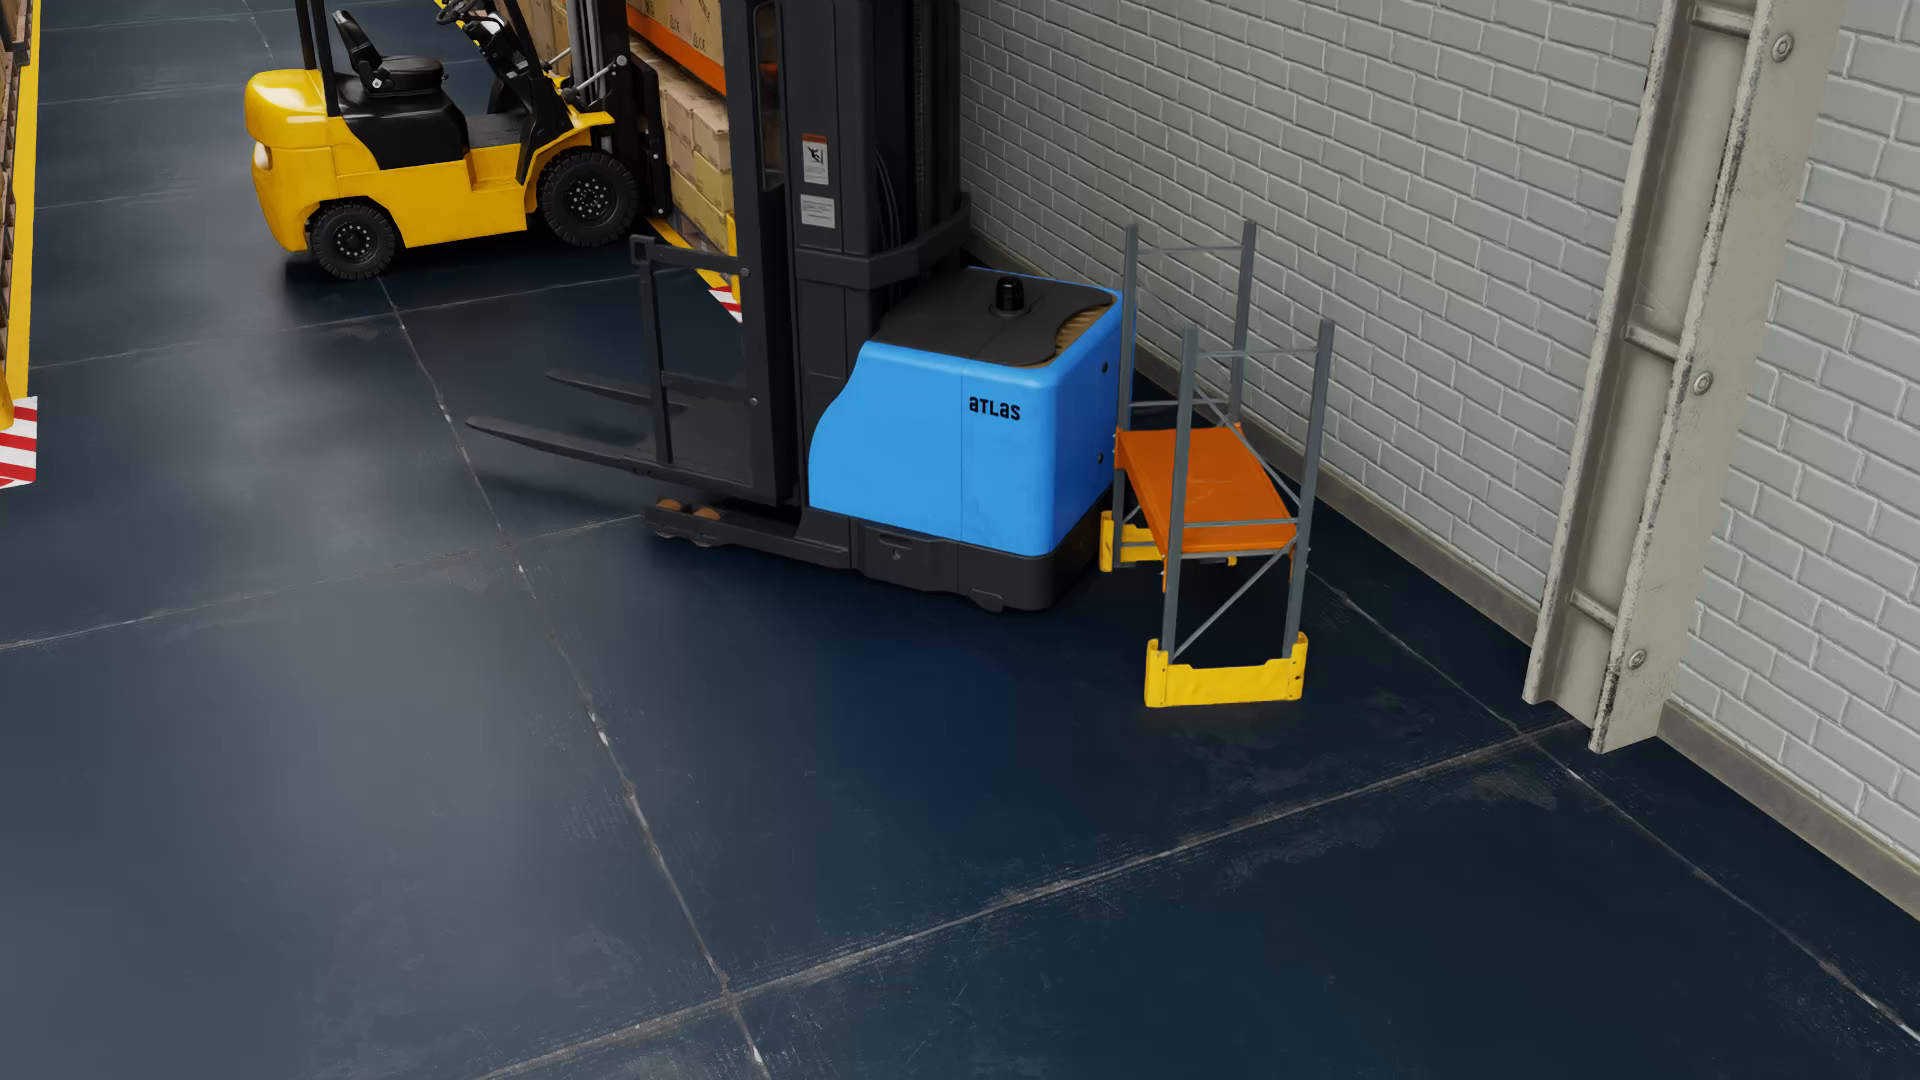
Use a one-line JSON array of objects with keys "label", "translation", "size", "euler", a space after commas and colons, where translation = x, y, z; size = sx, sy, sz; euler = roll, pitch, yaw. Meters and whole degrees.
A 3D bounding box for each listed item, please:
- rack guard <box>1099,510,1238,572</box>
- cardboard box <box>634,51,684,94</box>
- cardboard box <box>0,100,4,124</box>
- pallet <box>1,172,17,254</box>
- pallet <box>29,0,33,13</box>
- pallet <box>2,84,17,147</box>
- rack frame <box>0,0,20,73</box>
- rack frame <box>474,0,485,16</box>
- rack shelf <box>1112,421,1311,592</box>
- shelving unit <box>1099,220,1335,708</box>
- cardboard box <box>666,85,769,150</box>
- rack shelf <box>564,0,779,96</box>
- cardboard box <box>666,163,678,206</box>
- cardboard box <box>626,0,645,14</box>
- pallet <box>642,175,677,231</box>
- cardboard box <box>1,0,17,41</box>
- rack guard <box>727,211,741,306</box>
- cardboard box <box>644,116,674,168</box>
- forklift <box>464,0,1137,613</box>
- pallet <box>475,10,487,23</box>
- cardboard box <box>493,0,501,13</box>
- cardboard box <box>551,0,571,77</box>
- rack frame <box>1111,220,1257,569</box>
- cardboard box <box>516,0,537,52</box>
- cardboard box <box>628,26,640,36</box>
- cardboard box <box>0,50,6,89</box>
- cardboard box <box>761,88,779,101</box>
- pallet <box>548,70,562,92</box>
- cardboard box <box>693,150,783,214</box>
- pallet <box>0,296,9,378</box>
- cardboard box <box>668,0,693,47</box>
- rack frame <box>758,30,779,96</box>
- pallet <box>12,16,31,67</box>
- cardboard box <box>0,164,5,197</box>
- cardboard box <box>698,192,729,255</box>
[{"label": "rack guard", "translation": [0.883, -0.006, 7.005], "size": [0.587, 0.250, 0.087], "euler": [-3, 29, -5]}, {"label": "cardboard box", "translation": [-1.915, -3.050, 10.981], "size": [0.500, 0.250, 0.500], "euler": [-14, 32, -23]}, {"label": "cardboard box", "translation": [-7.512, -3.129, 12.021], "size": [0.950, 0.372, 0.625], "euler": [-11, 31, -19]}, {"label": "pallet", "translation": [-6.653, -2.039, 10.670], "size": [1.003, 0.211, 1.213], "euler": [-13, 32, -22]}, {"label": "pallet", "translation": [-10.008, -5.537, 16.908], "size": [1.003, 0.211, 1.213], "euler": [-13, 32, -22]}, {"label": "pallet", "translation": [-7.837, -3.211, 12.761], "size": [1.003, 0.211, 1.213], "euler": [-13, 32, -22]}, {"label": "rack frame", "translation": [-8.691, -5.311, 13.655], "size": [1.000, 3.000, 0.127], "euler": [-13, 32, -22]}, {"label": "rack frame", "translation": [-4.209, -6.355, 15.516], "size": [1.000, 3.000, 0.127], "euler": [-13, 32, -22]}, {"label": "rack shelf", "translation": [0.932, -0.147, 6.347], "size": [0.538, 0.185, 1.000], "euler": [-3, 29, -5]}, {"label": "shelving unit", "translation": [0.931, -0.309, 6.267], "size": [0.587, 1.500, 1.083], "euler": [-3, 29, -5]}, {"label": "cardboard box", "translation": [-1.479, -2.603, 10.186], "size": [0.500, 0.250, 0.500], "euler": [-12, 32, -21]}, {"label": "rack shelf", "translation": [-1.633, -3.391, 10.966], "size": [1.077, 0.370, 4.000], "euler": [-13, 32, -22]}, {"label": "cardboard box", "translation": [-1.673, -2.391, 10.829], "size": [0.500, 0.250, 0.500], "euler": [-13, 32, -21]}, {"label": "cardboard box", "translation": [-1.884, -3.704, 10.687], "size": [0.500, 0.500, 0.500], "euler": [-13, 32, -22]}, {"label": "pallet", "translation": [-1.661, -2.472, 11.443], "size": [1.003, 0.211, 1.213], "euler": [-13, 32, -22]}, {"label": "cardboard box", "translation": [-8.912, -4.890, 14.647], "size": [0.875, 0.875, 0.875], "euler": [-13, 32, -22]}, {"label": "rack guard", "translation": [-0.764, -1.720, 9.807], "size": [1.175, 0.500, 0.348], "euler": [-13, 32, -22]}, {"label": "cardboard box", "translation": [-1.712, -2.620, 10.726], "size": [0.500, 0.250, 0.500], "euler": [-14, 32, -23]}, {"label": "forklift", "translation": [-0.811, -1.466, 6.867], "size": [3.031, 2.935, 1.130], "euler": [13, 32, 22]}, {"label": "pallet", "translation": [-3.891, -4.767, 15.535], "size": [1.003, 0.211, 1.213], "euler": [-13, 32, -22]}, {"label": "cardboard box", "translation": [-3.954, -5.224, 15.498], "size": [0.875, 0.625, 0.625], "euler": [-12, 31, -20]}, {"label": "cardboard box", "translation": [-2.726, -3.964, 13.250], "size": [0.875, 0.625, 0.625], "euler": [-12, 31, -20]}, {"label": "rack frame", "translation": [0.883, -0.552, 6.701], "size": [0.500, 1.500, 0.032], "euler": [-3, 29, -5]}, {"label": "cardboard box", "translation": [-3.377, -4.640, 14.456], "size": [0.875, 0.625, 0.625], "euler": [-14, 32, -24]}, {"label": "cardboard box", "translation": [-2.357, -3.501, 11.785], "size": [0.500, 0.250, 0.500], "euler": [-13, 32, -22]}, {"label": "cardboard box", "translation": [-8.133, -3.772, 13.168], "size": [0.950, 0.372, 0.625], "euler": [-14, 32, -23]}, {"label": "cardboard box", "translation": [-1.028, -2.713, 10.381], "size": [0.500, 0.250, 0.500], "euler": [-13, 32, -22]}, {"label": "pallet", "translation": [-2.843, -3.689, 13.613], "size": [1.003, 0.211, 1.213], "euler": [-13, 32, -22]}, {"label": "cardboard box", "translation": [-1.266, -2.172, 9.928], "size": [0.500, 0.250, 0.500], "euler": [-14, 32, -23]}, {"label": "pallet", "translation": [-5.606, -0.961, 8.748], "size": [1.003, 0.211, 1.213], "euler": [-13, 32, -22]}, {"label": "cardboard box", "translation": [-1.438, -3.258, 9.891], "size": [0.500, 0.500, 0.500], "euler": [-12, 31, -20]}, {"label": "rack frame", "translation": [-0.775, -2.821, 9.214], "size": [1.000, 3.000, 0.127], "euler": [-13, 32, -22]}, {"label": "pallet", "translation": [-8.961, -4.459, 14.986], "size": [1.003, 0.211, 1.213], "euler": [-13, 32, -22]}, {"label": "cardboard box", "translation": [-6.477, -2.323, 10.708], "size": [0.500, 0.250, 0.500], "euler": [-12, 31, -20]}, {"label": "cardboard box", "translation": [-1.262, -1.946, 10.036], "size": [0.500, 0.250, 0.500], "euler": [-13, 32, -22]}]
